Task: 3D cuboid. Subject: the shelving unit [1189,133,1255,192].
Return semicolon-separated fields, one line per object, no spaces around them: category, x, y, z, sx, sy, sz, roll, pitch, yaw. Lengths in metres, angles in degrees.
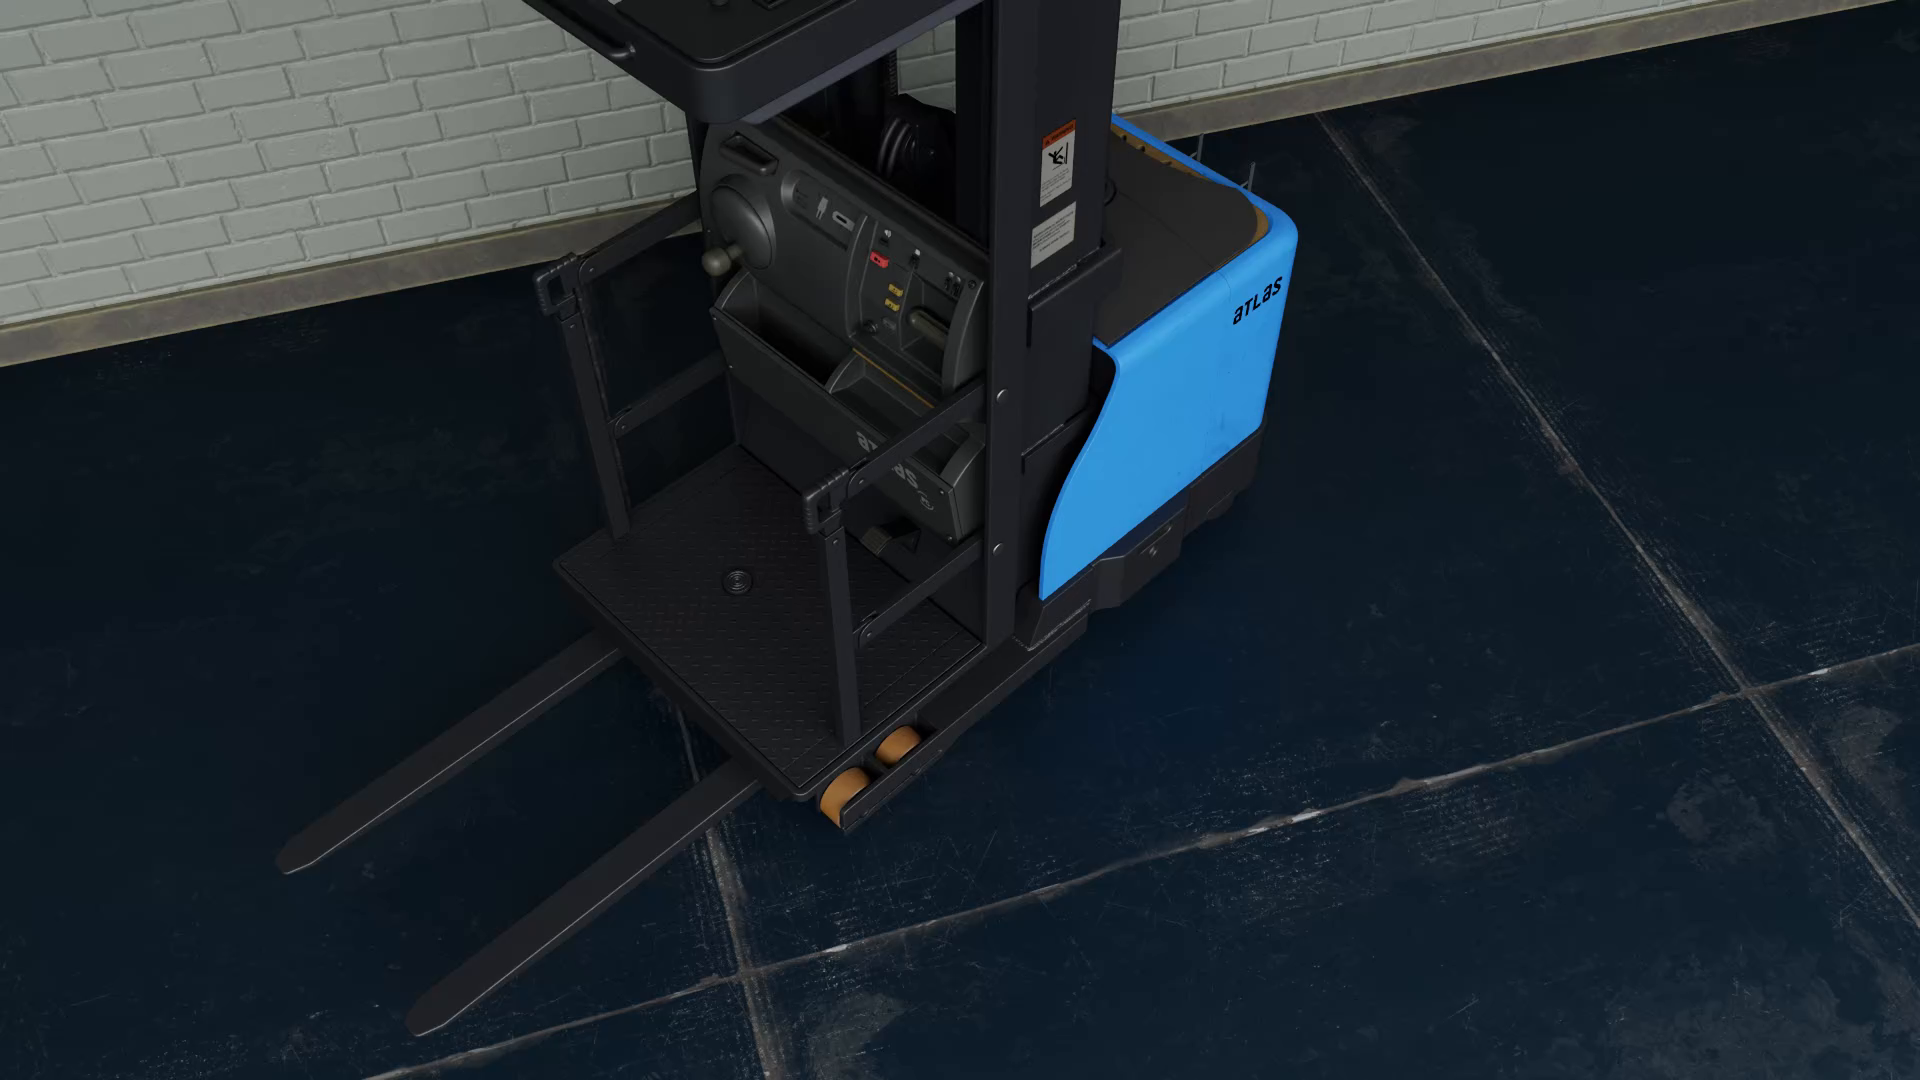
shelving unit;0.736;-0.846;5.375;0.258;0.900;0.210;-37;59;-27

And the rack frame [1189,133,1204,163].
rack frame;0.665;-0.902;5.422;0.240;0.900;0.006;-37;59;-27

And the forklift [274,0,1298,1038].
forklift;-0.448;-0.608;3.846;3.031;2.935;1.130;-37;59;-27

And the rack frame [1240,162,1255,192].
rack frame;0.807;-0.791;5.328;0.240;0.900;0.006;-37;59;-27
